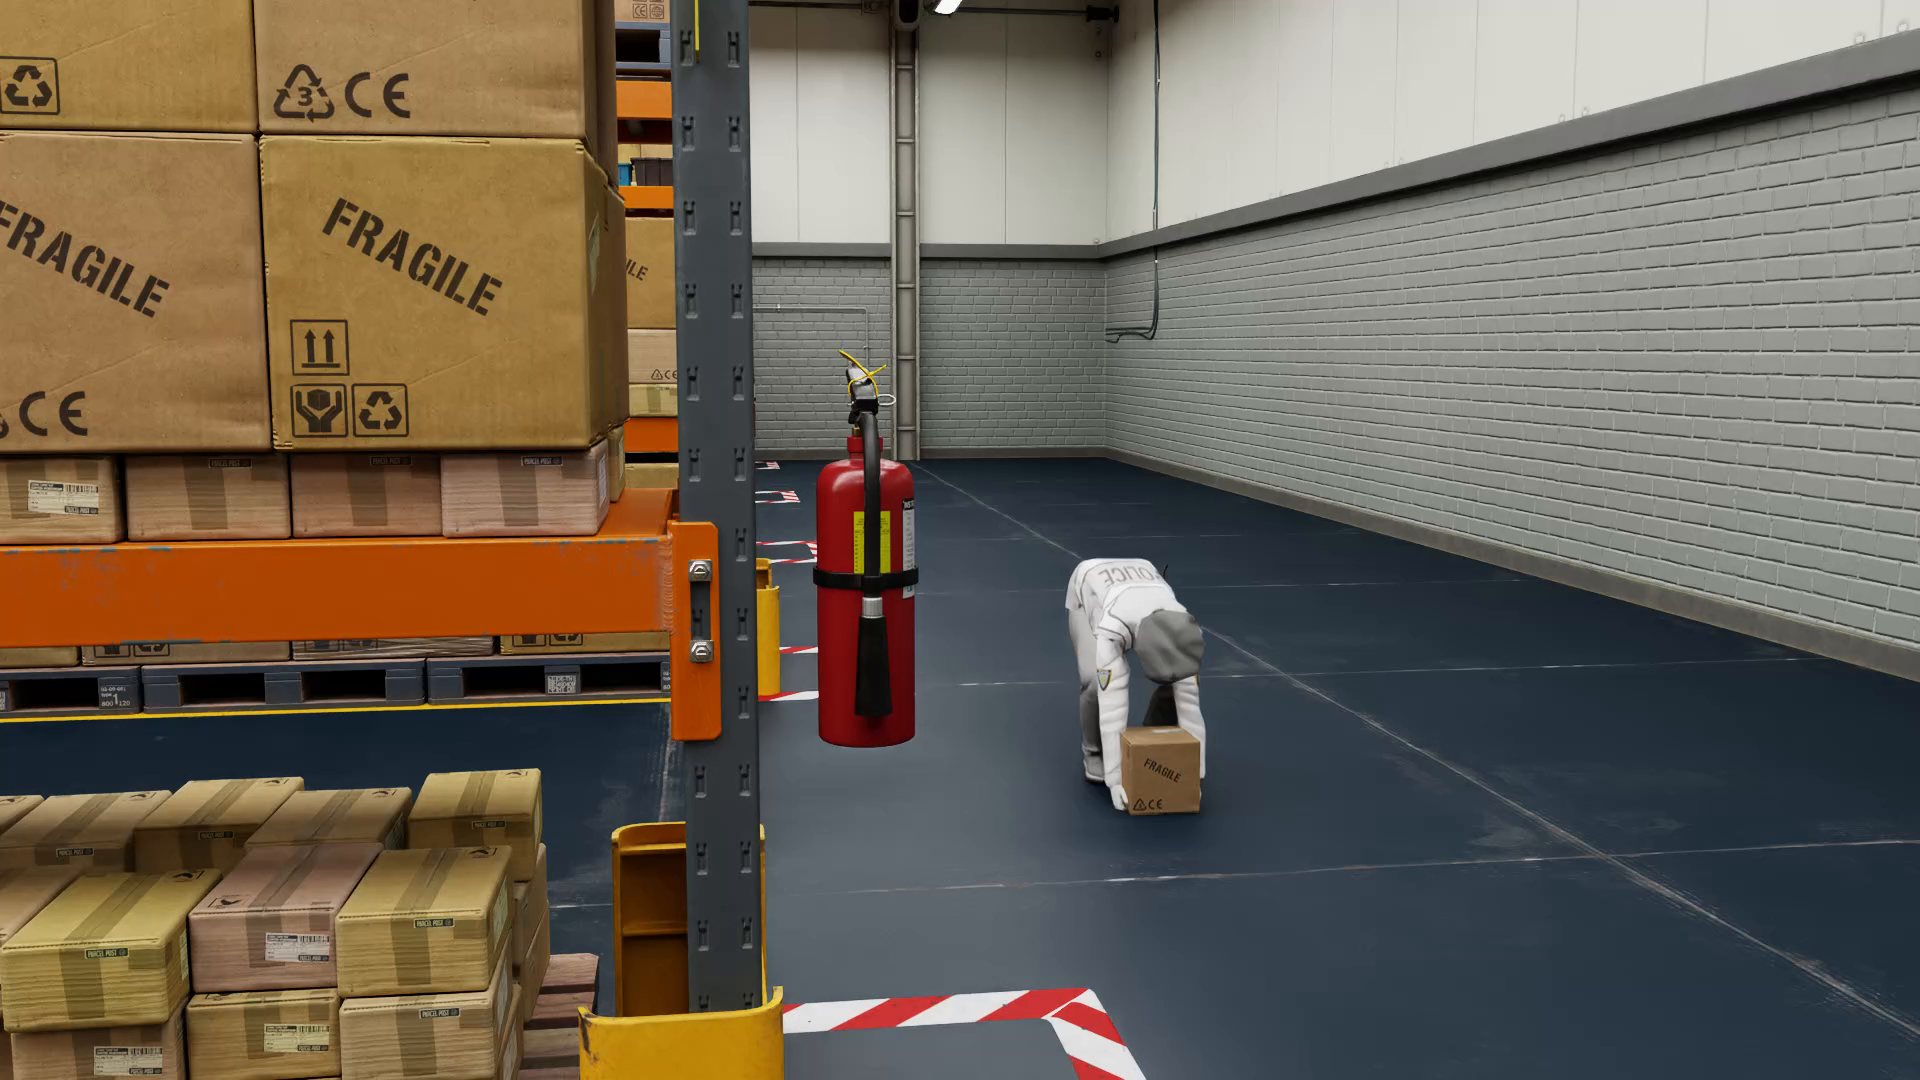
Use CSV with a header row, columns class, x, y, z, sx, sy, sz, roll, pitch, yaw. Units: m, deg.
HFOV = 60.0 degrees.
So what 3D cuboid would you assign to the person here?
class,x,y,z,sx,sy,sz,roll,pitch,yaw
person,0.663,0.510,6.171,0.461,0.832,0.893,-1,7,-11
